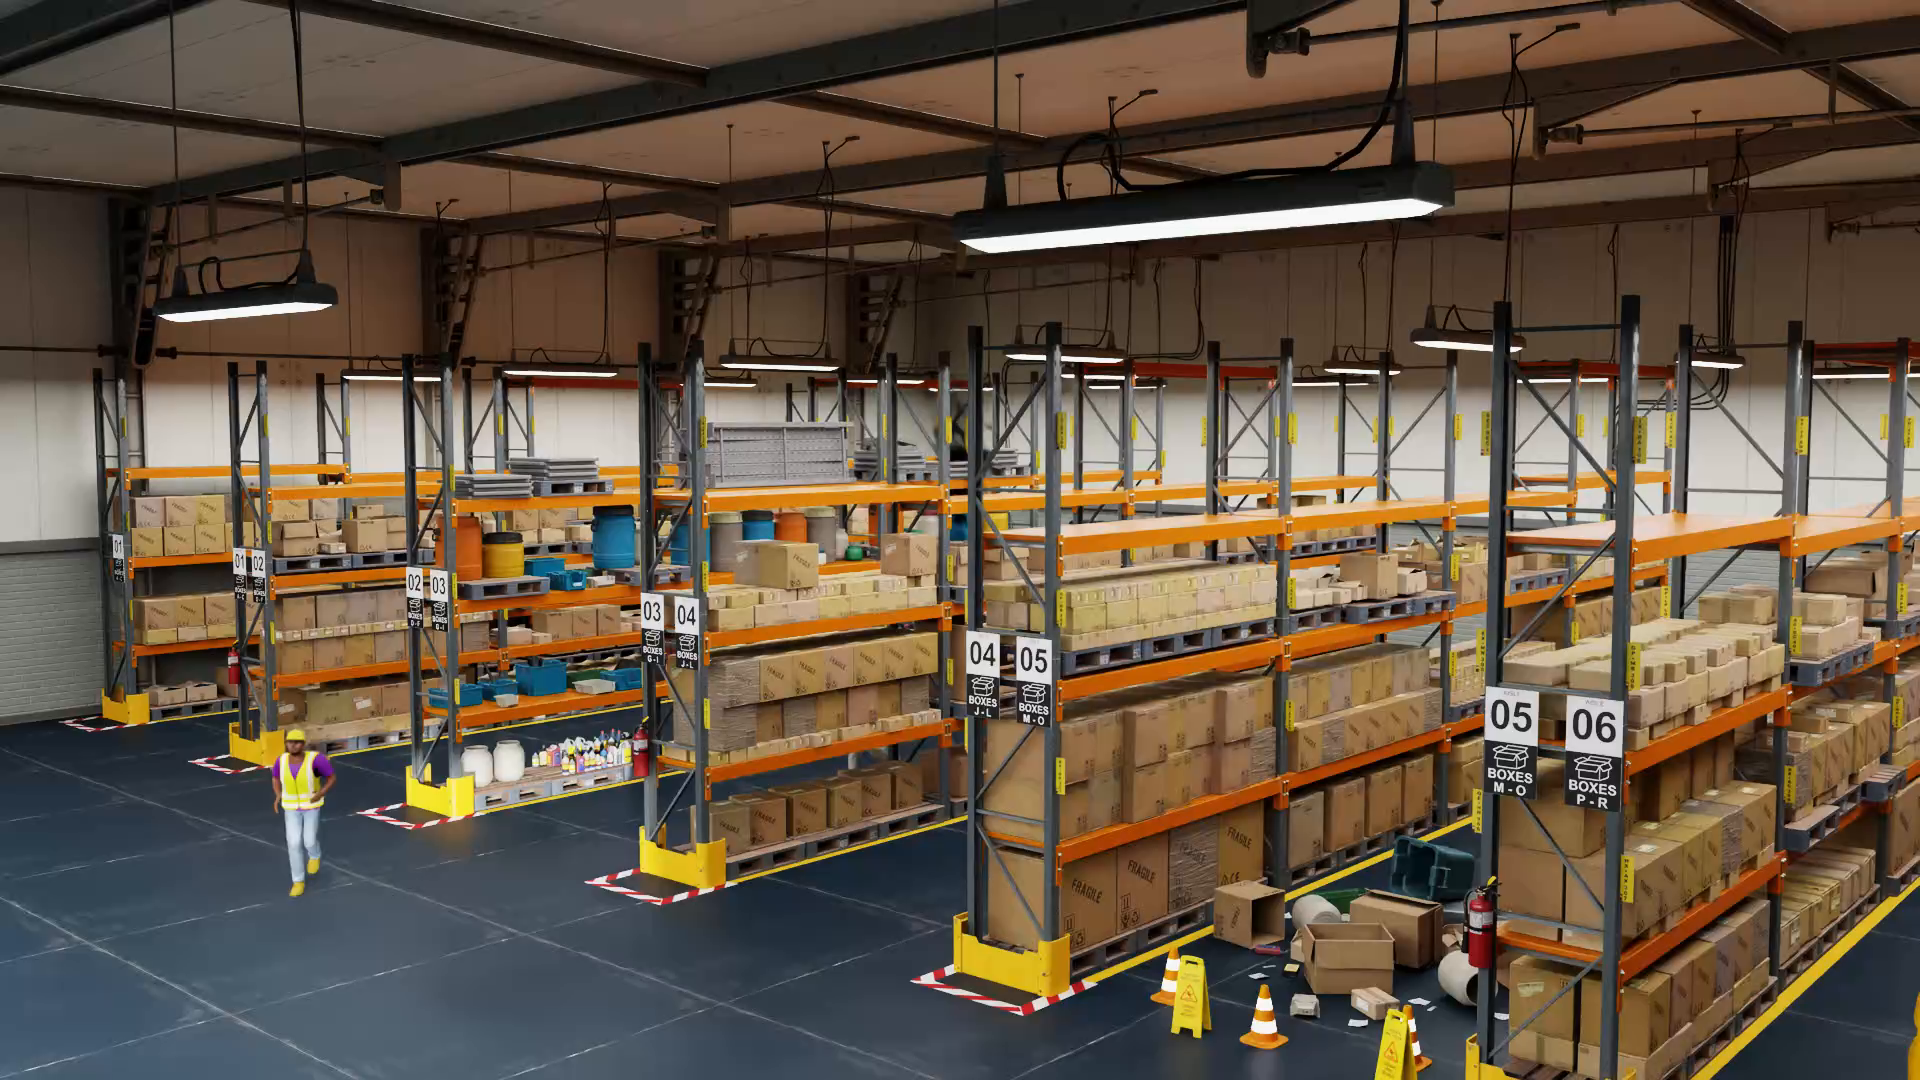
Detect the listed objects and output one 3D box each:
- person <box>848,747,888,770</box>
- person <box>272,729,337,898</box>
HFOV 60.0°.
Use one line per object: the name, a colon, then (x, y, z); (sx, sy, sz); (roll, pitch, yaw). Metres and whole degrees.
person: (-1.293, 2.558, 23.237); (0.714, 1.754, 1.034); (4, 6, 41)
person: (-7.206, 2.943, 18.282); (0.695, 1.784, 0.833); (-1, 4, -9)
